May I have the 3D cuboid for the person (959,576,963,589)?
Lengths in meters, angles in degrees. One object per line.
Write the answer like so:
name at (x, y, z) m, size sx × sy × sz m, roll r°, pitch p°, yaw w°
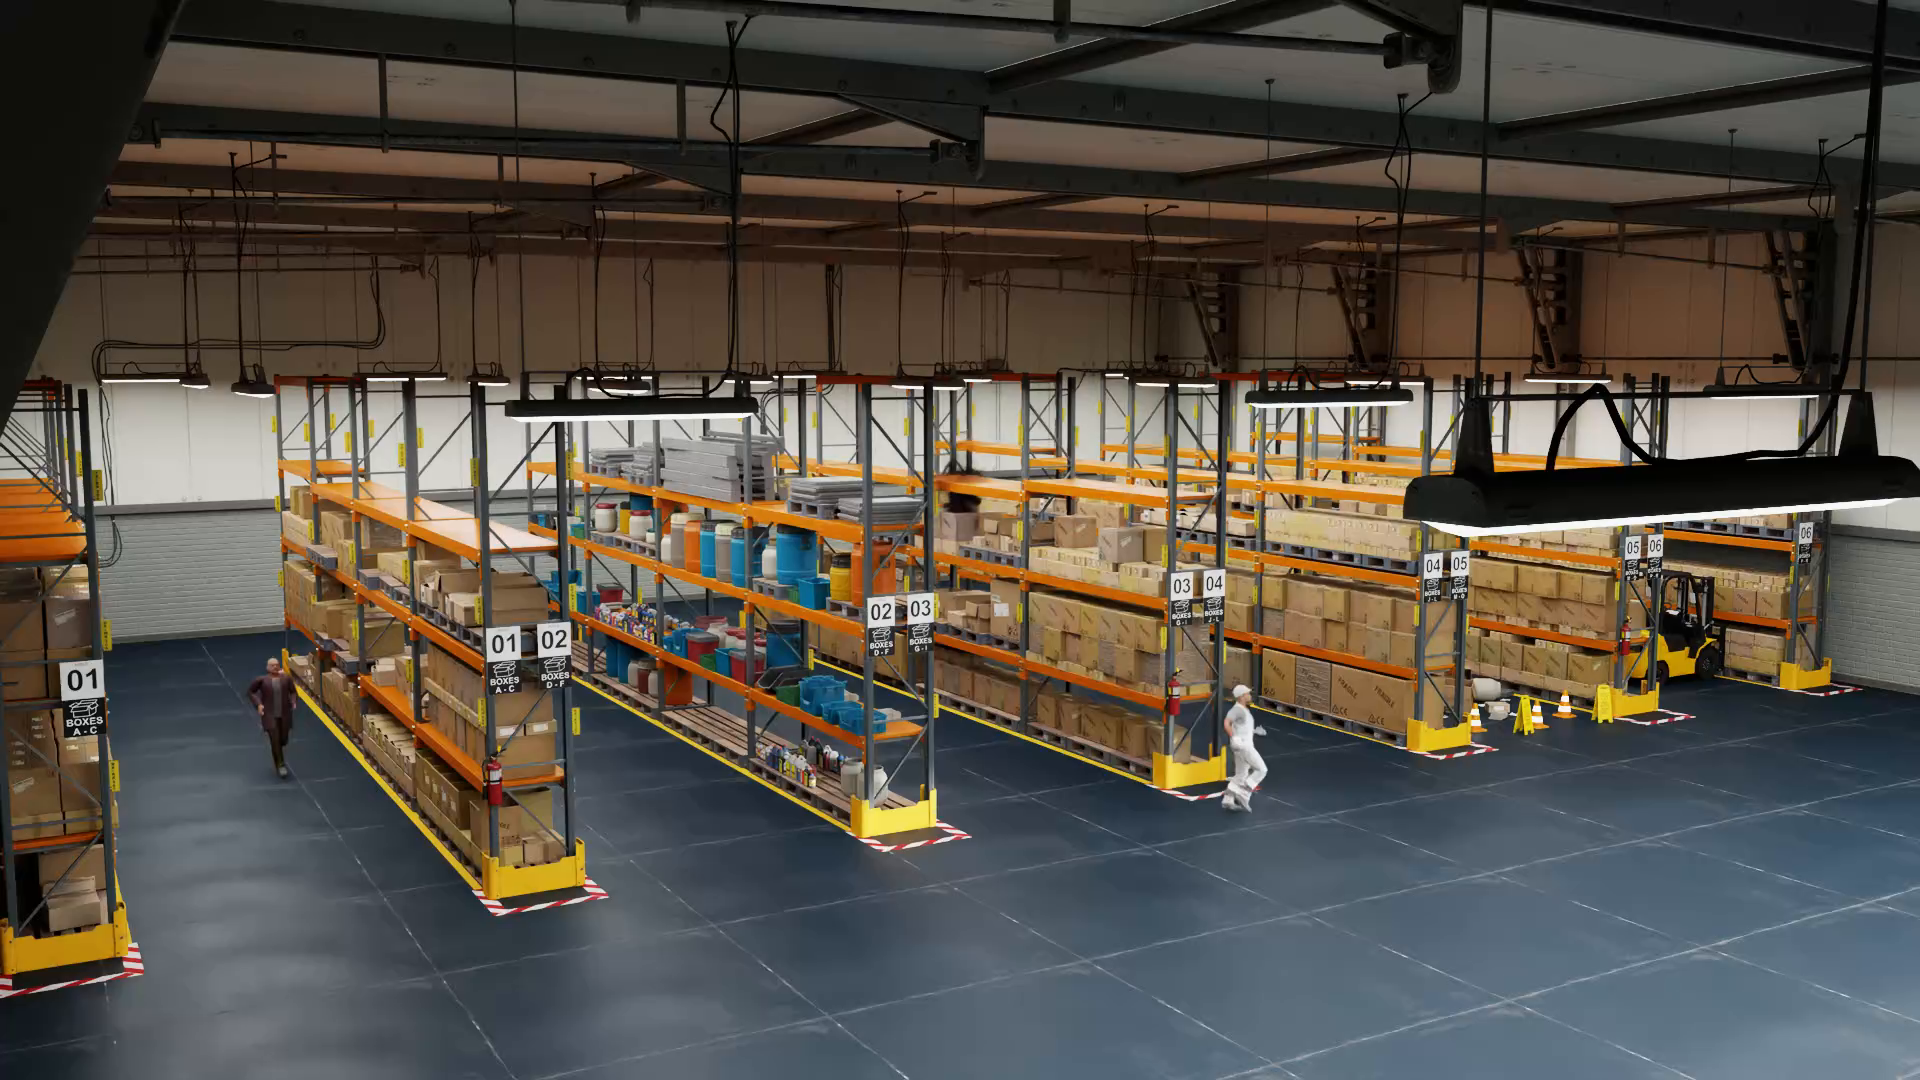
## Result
person at (-0.106, 0.868, 42.120) m, size 0.884 × 1.685 × 0.569 m, roll -5°, pitch 8°, yaw -37°

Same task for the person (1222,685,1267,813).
person at (3.978, 2.907, 23.294) m, size 0.622 × 1.755 × 0.688 m, roll 1°, pitch 6°, yaw 5°

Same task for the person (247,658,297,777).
person at (-10.512, 2.684, 25.500) m, size 0.711 × 1.769 × 0.900 m, roll -5°, pitch 8°, yaw -36°
